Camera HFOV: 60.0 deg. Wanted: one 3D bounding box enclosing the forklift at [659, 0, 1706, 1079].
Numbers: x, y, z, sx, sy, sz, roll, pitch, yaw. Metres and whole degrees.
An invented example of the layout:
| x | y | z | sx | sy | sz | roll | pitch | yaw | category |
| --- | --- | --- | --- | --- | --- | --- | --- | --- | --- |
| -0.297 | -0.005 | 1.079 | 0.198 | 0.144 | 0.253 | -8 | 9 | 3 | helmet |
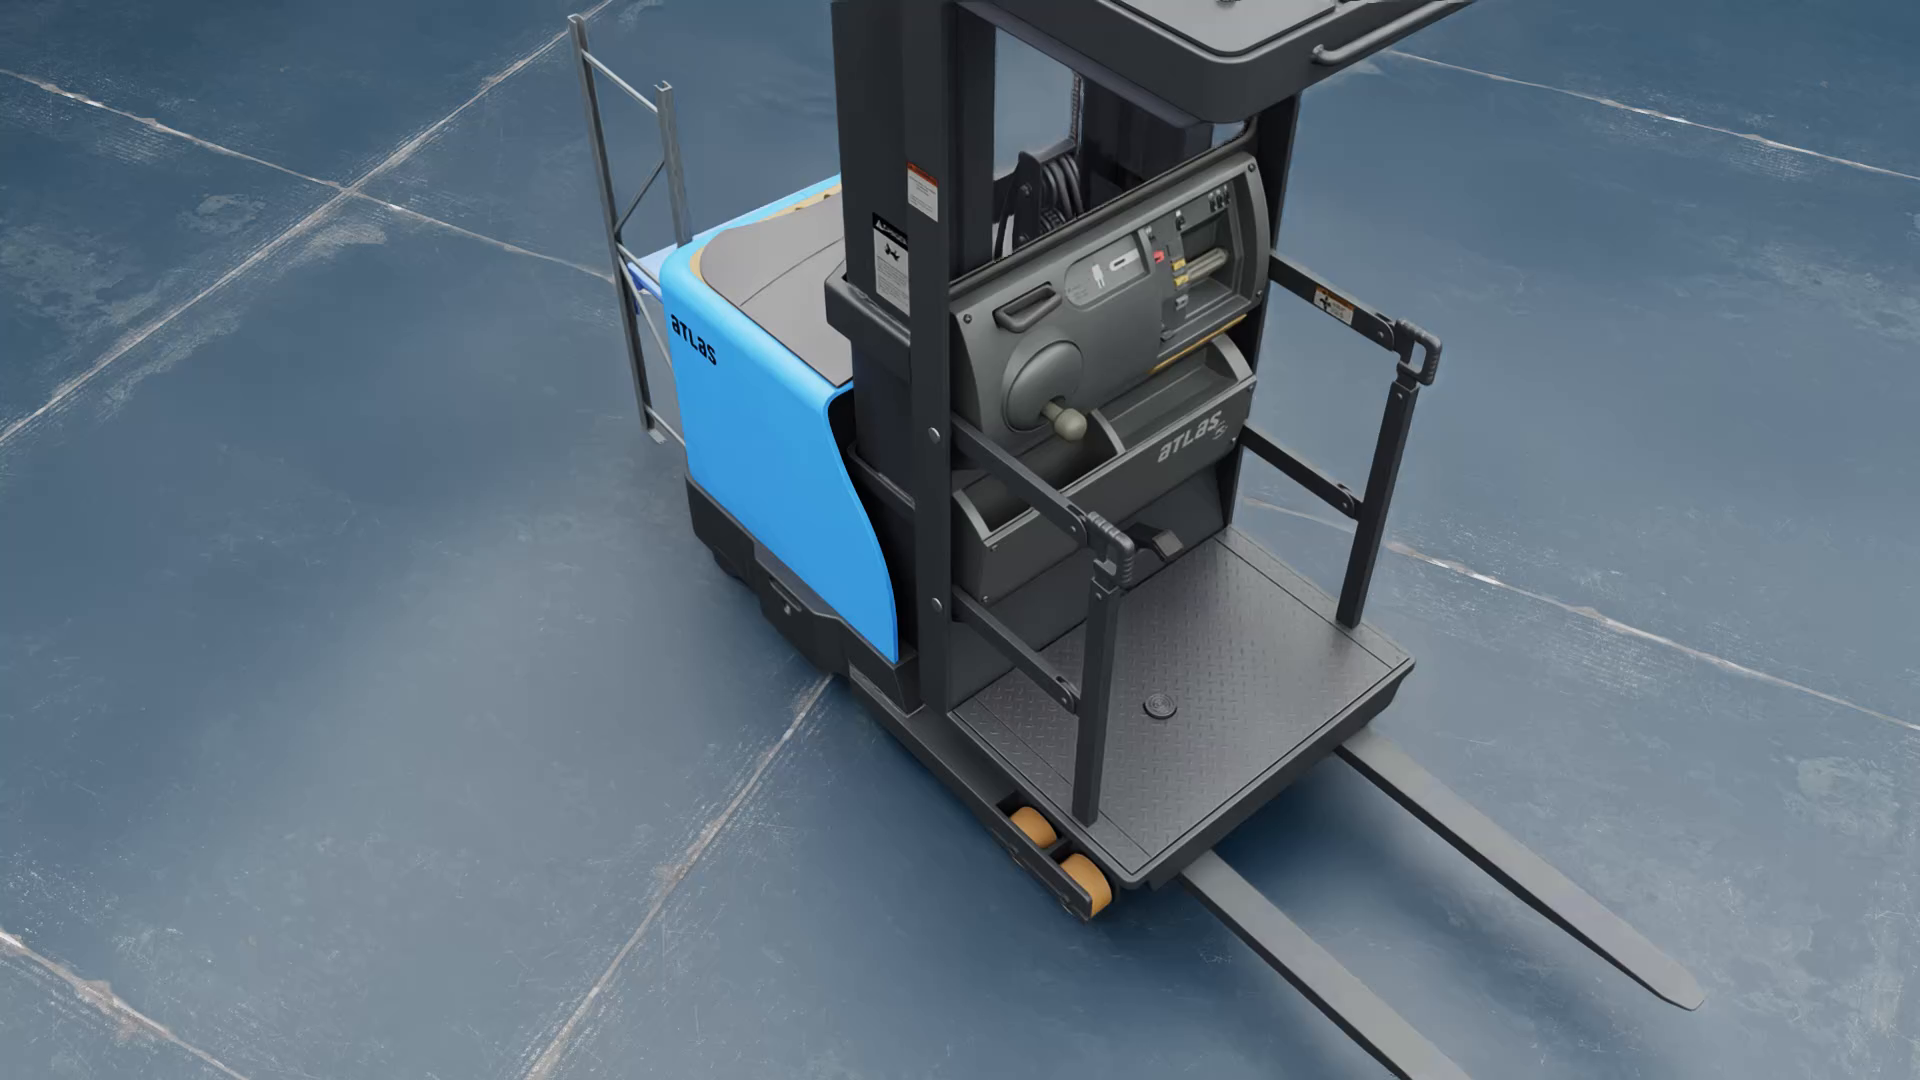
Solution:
| x | y | z | sx | sy | sz | roll | pitch | yaw | category |
| --- | --- | --- | --- | --- | --- | --- | --- | --- | --- |
| 0.506 | -0.469 | 3.653 | 1.130 | 2.935 | 3.031 | -31 | 53 | -27 | forklift |

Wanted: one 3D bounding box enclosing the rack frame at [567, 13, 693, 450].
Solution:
| x | y | z | sx | sy | sz | roll | pitch | yaw | category |
| --- | --- | --- | --- | --- | --- | --- | --- | --- | --- |
| -0.911 | -0.776 | 4.962 | 0.032 | 1.500 | 0.500 | -29 | 52 | -26 | rack frame |

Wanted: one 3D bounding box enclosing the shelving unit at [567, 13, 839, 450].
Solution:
| x | y | z | sx | sy | sz | roll | pitch | yaw | category |
| --- | --- | --- | --- | --- | --- | --- | --- | --- | --- |
| -0.512 | -1.000 | 5.184 | 1.048 | 1.500 | 0.538 | -29 | 52 | -26 | shelving unit |

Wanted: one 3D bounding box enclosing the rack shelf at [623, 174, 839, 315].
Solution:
| x | y | z | sx | sy | sz | roll | pitch | yaw | category |
| --- | --- | --- | --- | --- | --- | --- | --- | --- | --- |
| -0.512 | -0.874 | 5.312 | 1.000 | 0.185 | 0.538 | -29 | 52 | -26 | rack shelf |
